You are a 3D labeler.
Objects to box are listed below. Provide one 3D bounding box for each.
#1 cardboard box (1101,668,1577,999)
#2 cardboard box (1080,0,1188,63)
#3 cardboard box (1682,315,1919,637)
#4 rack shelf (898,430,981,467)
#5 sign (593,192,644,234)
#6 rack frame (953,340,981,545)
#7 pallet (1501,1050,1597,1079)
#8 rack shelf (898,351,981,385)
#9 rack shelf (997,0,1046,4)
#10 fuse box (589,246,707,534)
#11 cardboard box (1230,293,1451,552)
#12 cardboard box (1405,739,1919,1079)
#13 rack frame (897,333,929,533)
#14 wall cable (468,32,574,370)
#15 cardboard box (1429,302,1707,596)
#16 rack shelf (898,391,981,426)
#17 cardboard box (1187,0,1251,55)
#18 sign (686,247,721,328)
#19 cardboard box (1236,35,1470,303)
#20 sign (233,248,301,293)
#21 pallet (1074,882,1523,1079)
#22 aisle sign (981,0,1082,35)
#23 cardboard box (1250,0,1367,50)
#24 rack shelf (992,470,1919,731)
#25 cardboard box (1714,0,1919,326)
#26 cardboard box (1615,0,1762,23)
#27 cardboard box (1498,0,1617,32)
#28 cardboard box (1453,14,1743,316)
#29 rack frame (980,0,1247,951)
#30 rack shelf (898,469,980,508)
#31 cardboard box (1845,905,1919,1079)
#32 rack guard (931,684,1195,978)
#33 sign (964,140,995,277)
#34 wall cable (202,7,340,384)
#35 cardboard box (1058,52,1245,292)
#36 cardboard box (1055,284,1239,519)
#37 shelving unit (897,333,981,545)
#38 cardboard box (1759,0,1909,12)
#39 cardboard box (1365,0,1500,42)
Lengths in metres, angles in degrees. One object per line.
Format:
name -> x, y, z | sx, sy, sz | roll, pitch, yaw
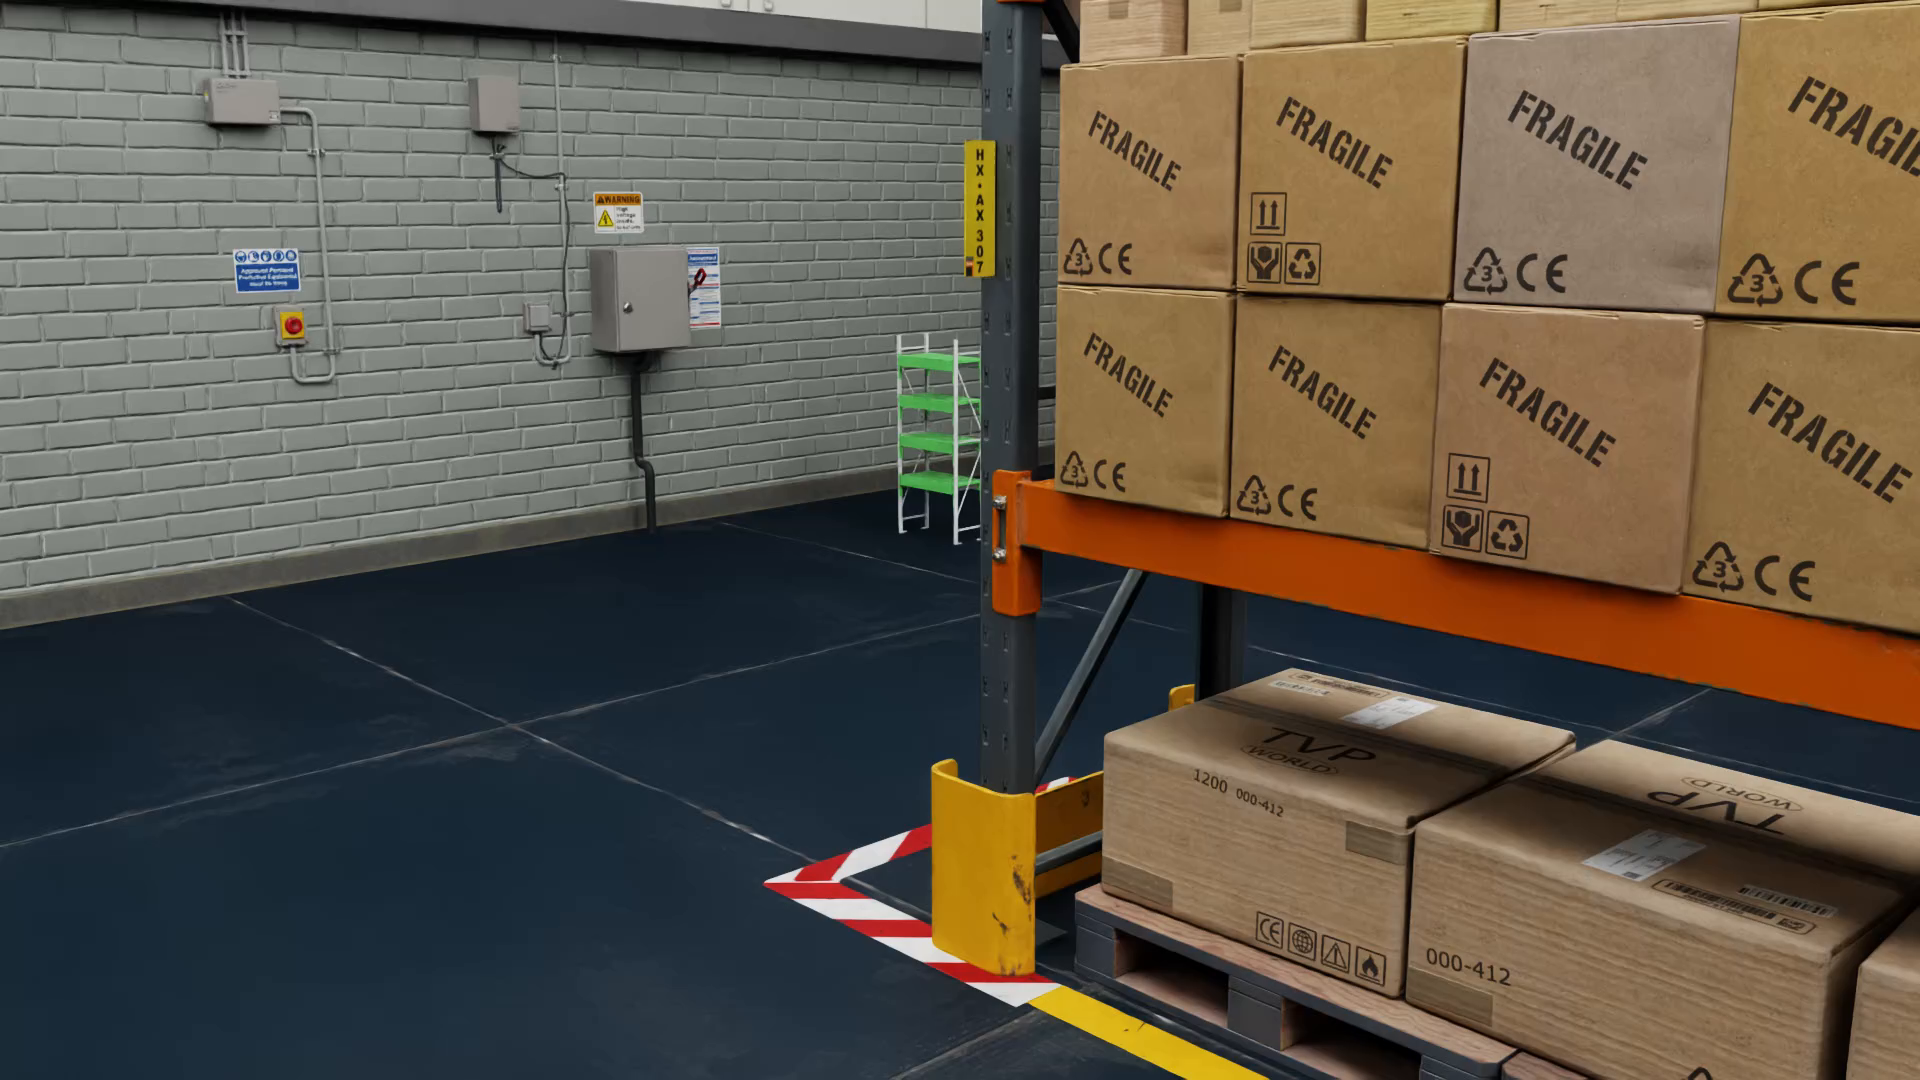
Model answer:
cardboard box -> 0.982, 0.711, 4.338 | 0.875, 0.438, 0.875 | 11, 16, 43
cardboard box -> 0.499, -1.187, 3.907 | 0.380, 0.149, 0.250 | -10, 16, -41
cardboard box -> 1.644, -0.143, 2.922 | 0.500, 0.500, 0.500 | -10, 15, -41
rack shelf -> -0.114, -0.549, 9.921 | 0.258, 0.148, 0.480 | -11, 16, -43
sign -> -2.020, -1.939, 9.844 | 0.339, 0.242, 0.001 | -11, 16, -43
rack frame -> 0.054, -0.576, 9.735 | 0.240, 1.200, 0.015 | -11, 16, -43
pallet -> 1.901, 1.228, 3.426 | 1.003, 0.211, 1.213 | -11, 16, -43
rack shelf -> -0.114, -1.019, 9.824 | 0.258, 0.148, 0.480 | -11, 16, -43
rack shelf -> 1.835, -1.246, 2.875 | 1.077, 0.370, 4.000 | -11, 16, -43
fuse box -> -1.837, -0.881, 9.948 | 0.539, 1.711, 0.414 | -11, 16, -43
cardboard box -> 0.947, -0.290, 3.638 | 0.500, 0.500, 0.500 | -11, 16, -43
cardboard box -> 1.620, 0.843, 3.695 | 0.875, 0.438, 0.875 | -10, 16, -41
rack frame -> -0.283, -0.647, 10.080 | 0.240, 1.200, 0.015 | -11, 16, -43
wall cable -> -2.439, -1.938, 9.365 | 0.588, 1.984, 0.122 | -11, 16, -43
cardboard box -> 1.286, -0.213, 3.265 | 0.500, 0.500, 0.500 | -11, 16, -43
rack shelf -> -0.114, -0.784, 9.872 | 0.258, 0.148, 0.480 | -11, 16, -43
cardboard box -> 0.732, -1.159, 3.769 | 0.380, 0.149, 0.250 | -10, 16, -41
sign -> -1.622, -1.565, 10.308 | 0.329, 0.494, 0.001 | -11, 16, -43
cardboard box -> 0.941, -0.776, 3.517 | 0.500, 0.500, 0.500 | 11, 16, 44
sign -> -3.534, -1.375, 8.484 | 0.327, 0.218, 0.001 | -11, 16, -43
pallet -> 1.063, 1.051, 4.290 | 1.003, 0.211, 1.213 | -11, 16, -43
aisle sign -> 0.195, -1.664, 4.114 | 0.394, 0.787, 0.004 | -11, 16, -43
cardboard box -> 0.828, -1.105, 3.507 | 0.380, 0.149, 0.250 | -10, 15, -41
rack shelf -> 1.835, 0.223, 3.178 | 1.077, 0.370, 4.000 | -11, 16, -43
cardboard box -> 1.648, -0.629, 2.805 | 0.500, 0.500, 0.500 | -11, 16, -42
cardboard box -> 1.384, -0.996, 2.978 | 0.380, 0.149, 0.250 | -11, 16, -42
cardboard box -> 1.242, -1.038, 3.183 | 0.380, 0.149, 0.250 | -11, 16, -42
cardboard box -> 1.303, -0.702, 3.157 | 0.500, 0.500, 0.500 | -11, 16, -43
rack frame -> 0.454, -0.421, 4.522 | 1.000, 3.000, 0.127 | -11, 16, -43
rack shelf -> -0.114, -0.314, 9.969 | 0.258, 0.148, 0.480 | -11, 16, -43
cardboard box -> 2.242, 0.975, 3.056 | 0.875, 0.438, 0.875 | 11, 16, 43
rack guard -> 0.438, 0.800, 4.791 | 1.175, 0.500, 0.348 | -11, 16, -43
sign -> 0.049, -0.807, 4.055 | 0.100, 0.325, 0.005 | -11, 16, -43
wall cable -> -3.457, -1.754, 8.395 | 0.585, 1.953, 0.123 | -11, 16, -43
cardboard box -> 0.580, -0.850, 3.878 | 0.500, 0.500, 0.500 | -11, 16, -44
cardboard box -> 0.578, -0.360, 3.977 | 0.500, 0.500, 0.500 | -11, 16, -43
shelving unit -> -0.114, -0.612, 9.908 | 0.258, 1.200, 0.503 | -11, 16, -43
cardboard box -> 1.540, -0.955, 2.780 | 0.250, 0.149, 0.380 | 11, 16, 44
cardboard box -> 1.023, -1.069, 3.333 | 0.250, 0.149, 0.380 | 11, 16, 43
